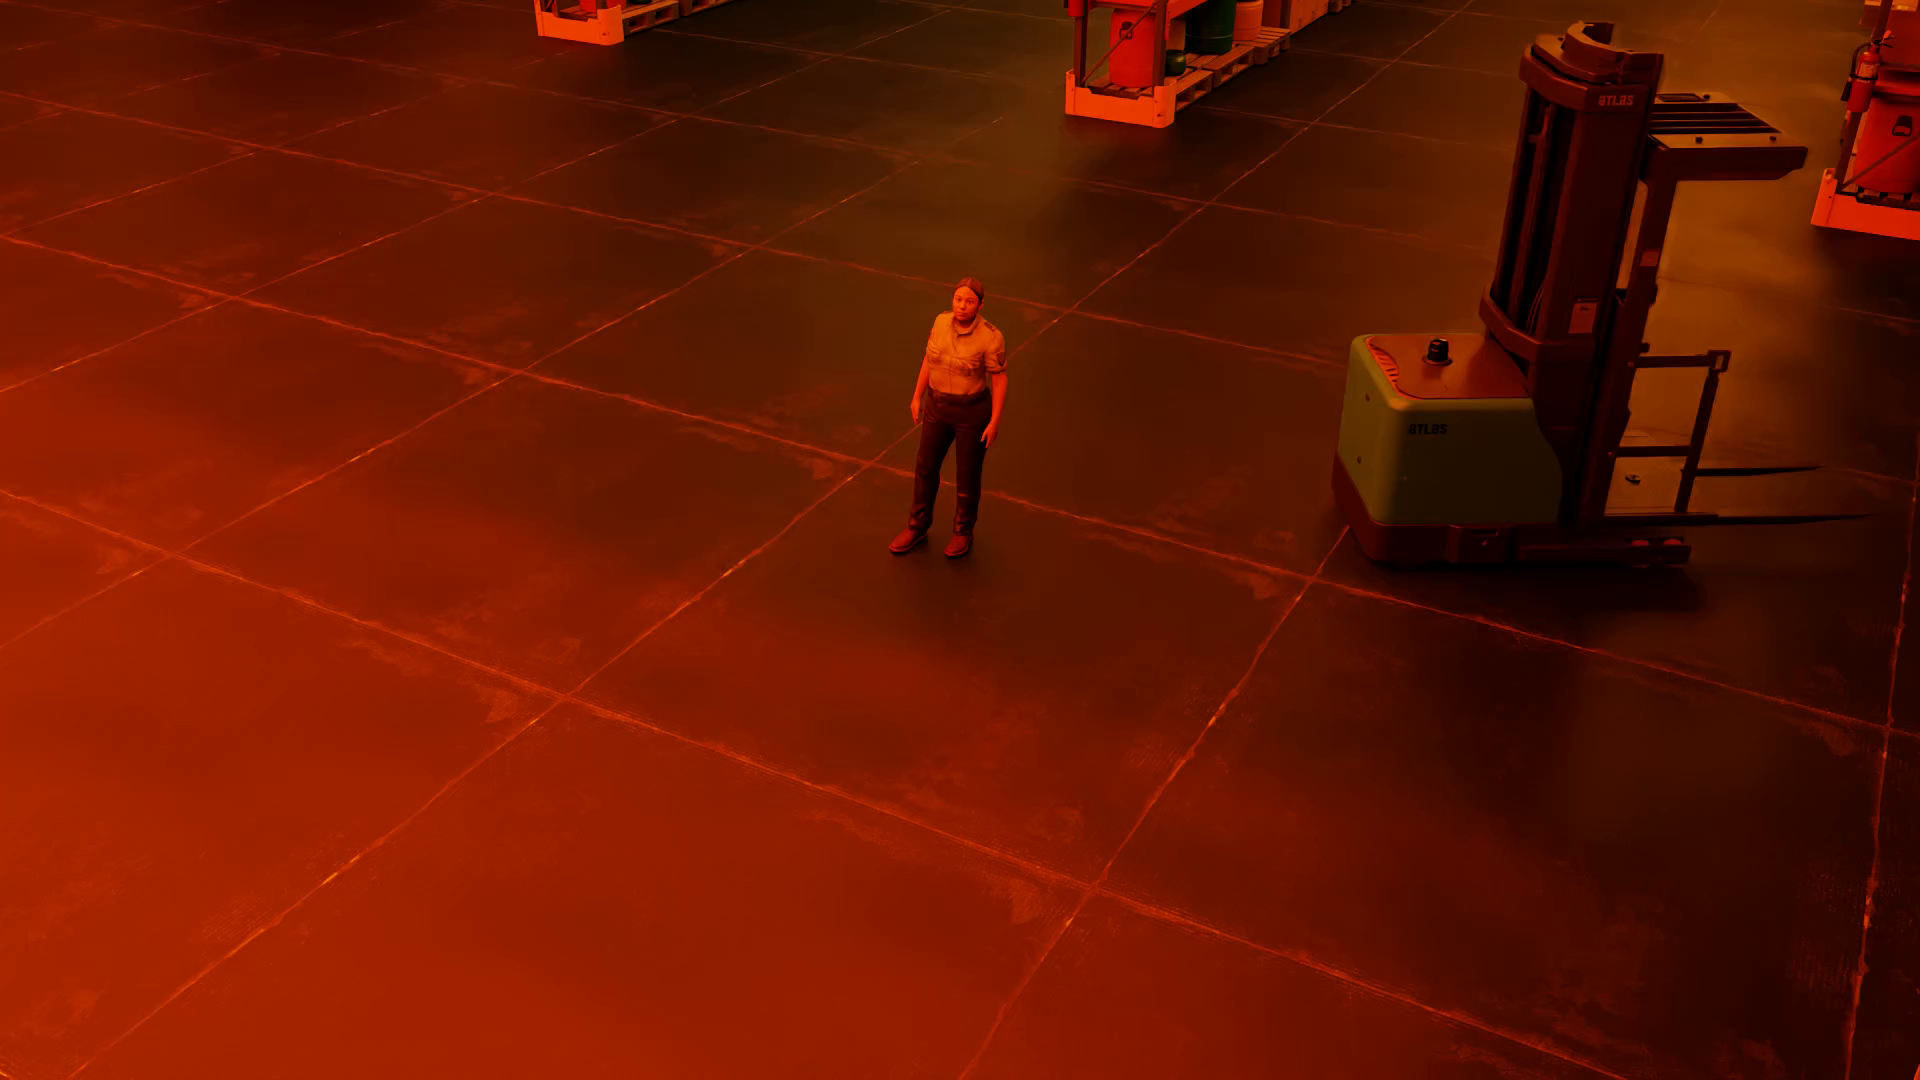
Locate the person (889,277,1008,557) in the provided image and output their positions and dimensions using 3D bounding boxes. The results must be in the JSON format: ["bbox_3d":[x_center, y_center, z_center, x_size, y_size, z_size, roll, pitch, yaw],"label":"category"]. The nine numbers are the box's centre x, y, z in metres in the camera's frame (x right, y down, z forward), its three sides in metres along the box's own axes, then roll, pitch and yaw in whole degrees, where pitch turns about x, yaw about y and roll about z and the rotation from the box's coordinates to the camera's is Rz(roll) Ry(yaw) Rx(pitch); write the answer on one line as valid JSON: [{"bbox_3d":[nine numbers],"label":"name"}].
[{"bbox_3d":[-0.064,-0.685,9.529,0.598,1.651,0.502,15,33,25],"label":"person"}]

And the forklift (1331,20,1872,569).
[{"bbox_3d":[3.863,-1.368,9.441,3.031,2.935,1.130,-1,30,-2],"label":"forklift"}]
